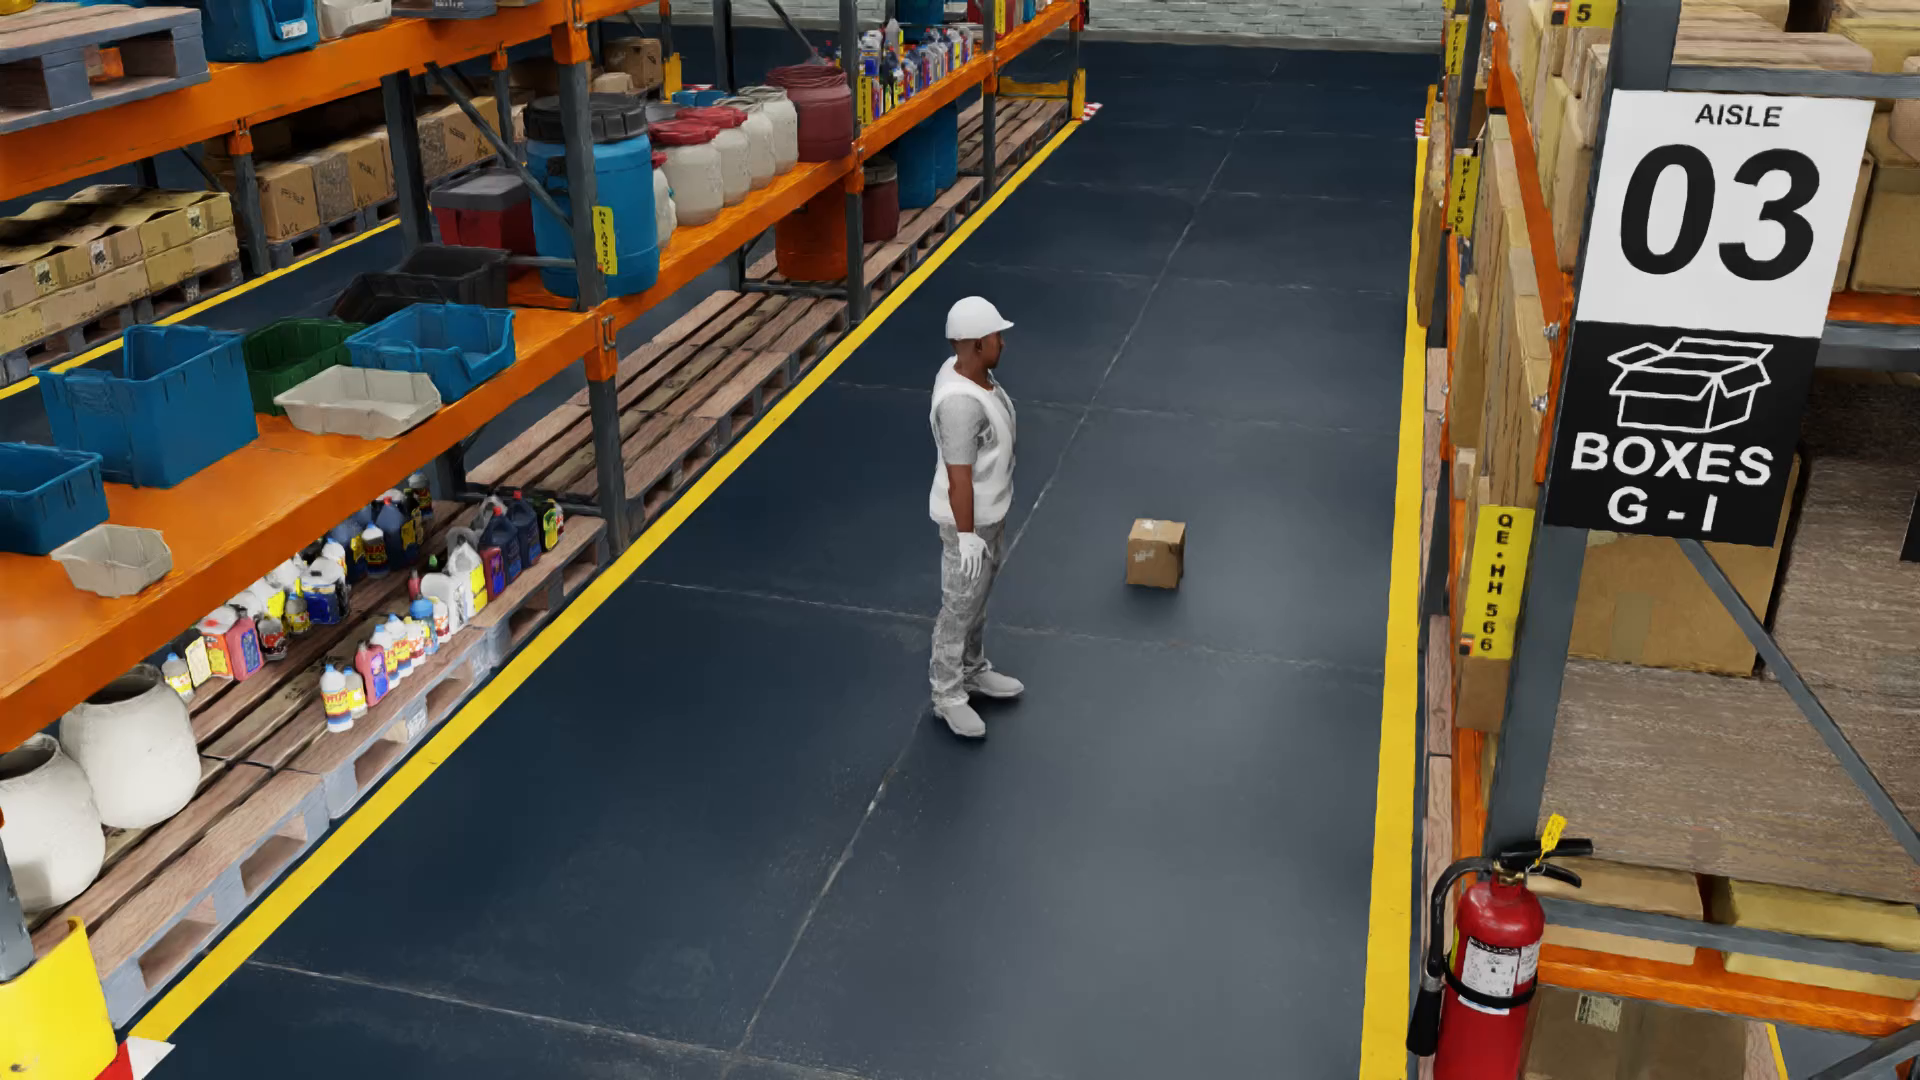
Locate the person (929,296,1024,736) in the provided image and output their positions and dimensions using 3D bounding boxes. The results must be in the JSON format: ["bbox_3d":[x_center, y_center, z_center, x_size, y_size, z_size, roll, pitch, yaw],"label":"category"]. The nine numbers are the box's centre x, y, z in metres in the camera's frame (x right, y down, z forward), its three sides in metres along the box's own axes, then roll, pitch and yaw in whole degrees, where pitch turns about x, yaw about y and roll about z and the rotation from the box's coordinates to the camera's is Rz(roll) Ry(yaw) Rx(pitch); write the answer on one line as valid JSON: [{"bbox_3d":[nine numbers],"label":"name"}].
[{"bbox_3d":[0.069,-0.116,6.763,0.391,1.791,0.632,4,25,8],"label":"person"}]
